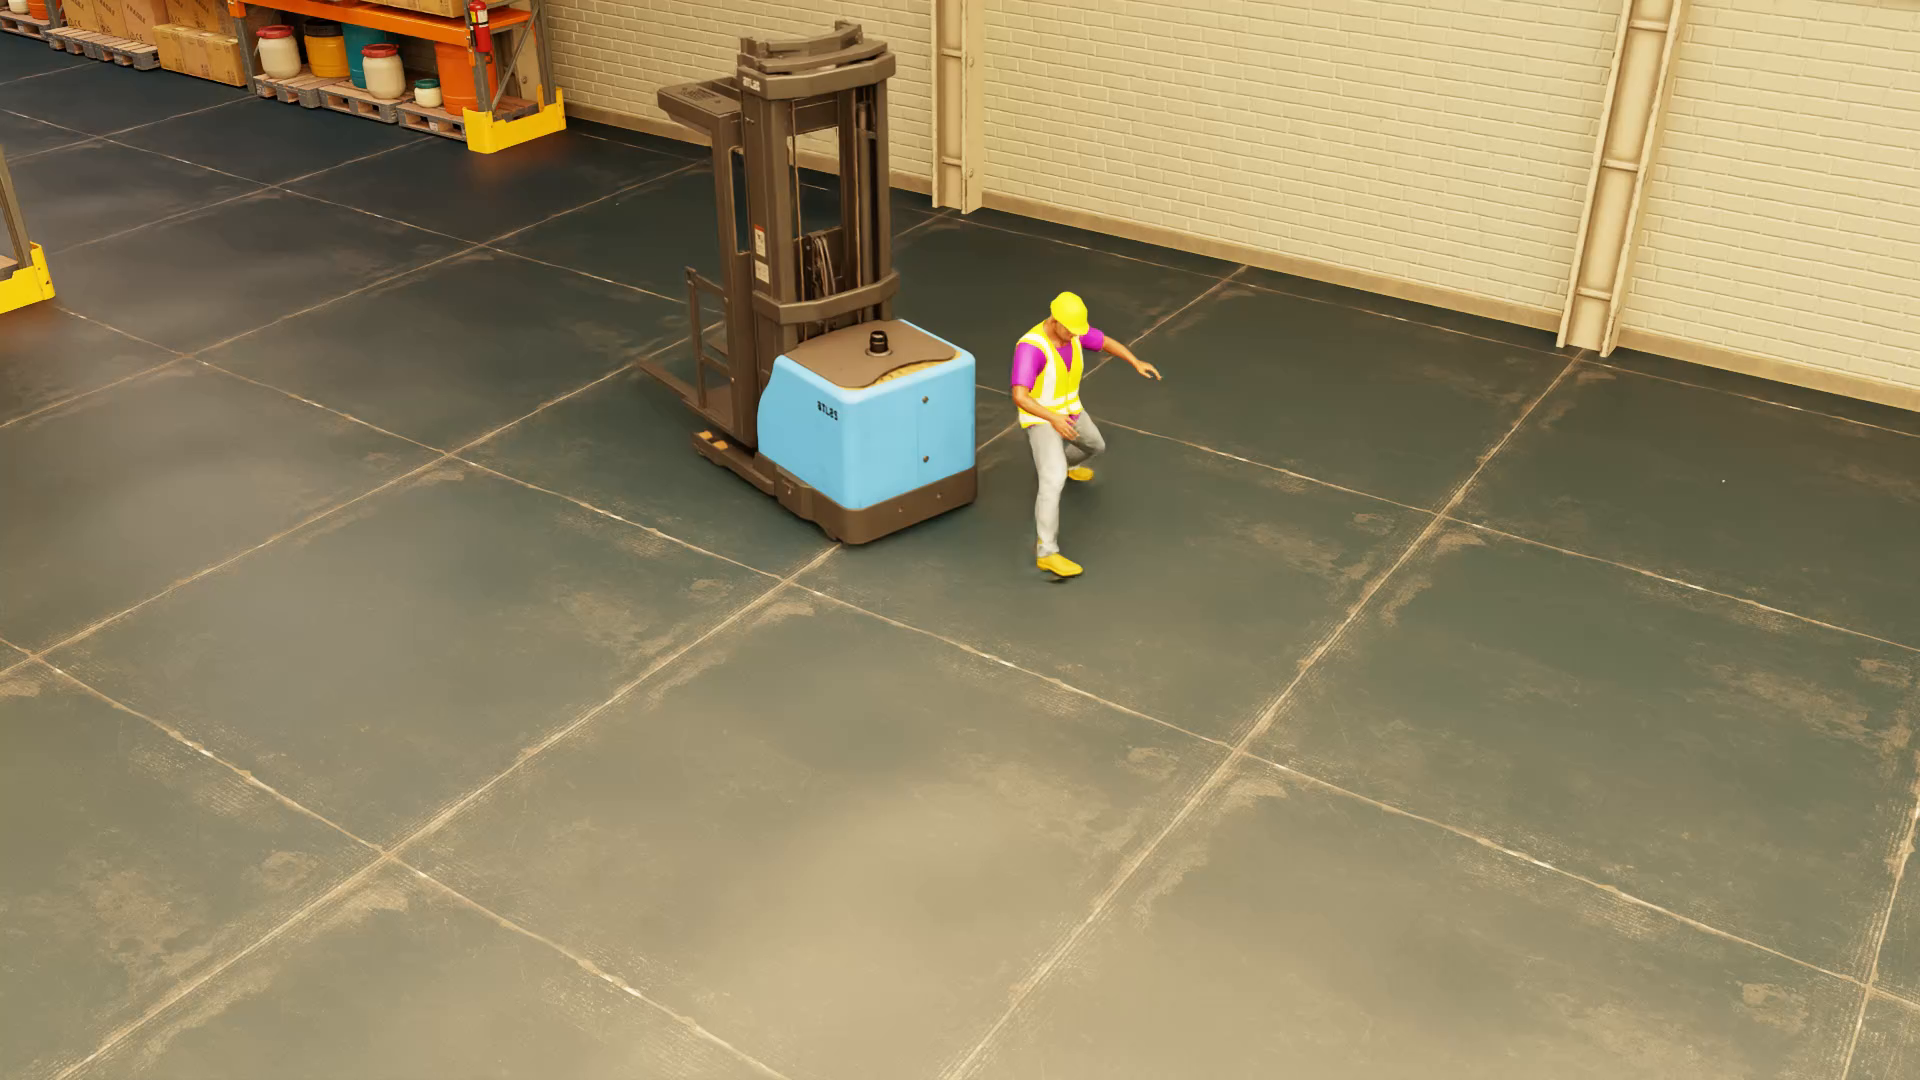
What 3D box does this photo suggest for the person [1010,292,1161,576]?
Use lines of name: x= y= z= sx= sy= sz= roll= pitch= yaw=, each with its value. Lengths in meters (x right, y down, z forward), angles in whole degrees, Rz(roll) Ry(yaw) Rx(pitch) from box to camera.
person: x=0.717 y=-0.786 z=10.317 sx=0.960 sy=1.575 sz=1.216 roll=24 pitch=38 yaw=35

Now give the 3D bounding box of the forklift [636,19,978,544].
forklift: x=-1.201 y=-1.915 z=10.878 sx=1.130 sy=2.935 sz=3.031 roll=-22 pitch=37 yaw=-33
